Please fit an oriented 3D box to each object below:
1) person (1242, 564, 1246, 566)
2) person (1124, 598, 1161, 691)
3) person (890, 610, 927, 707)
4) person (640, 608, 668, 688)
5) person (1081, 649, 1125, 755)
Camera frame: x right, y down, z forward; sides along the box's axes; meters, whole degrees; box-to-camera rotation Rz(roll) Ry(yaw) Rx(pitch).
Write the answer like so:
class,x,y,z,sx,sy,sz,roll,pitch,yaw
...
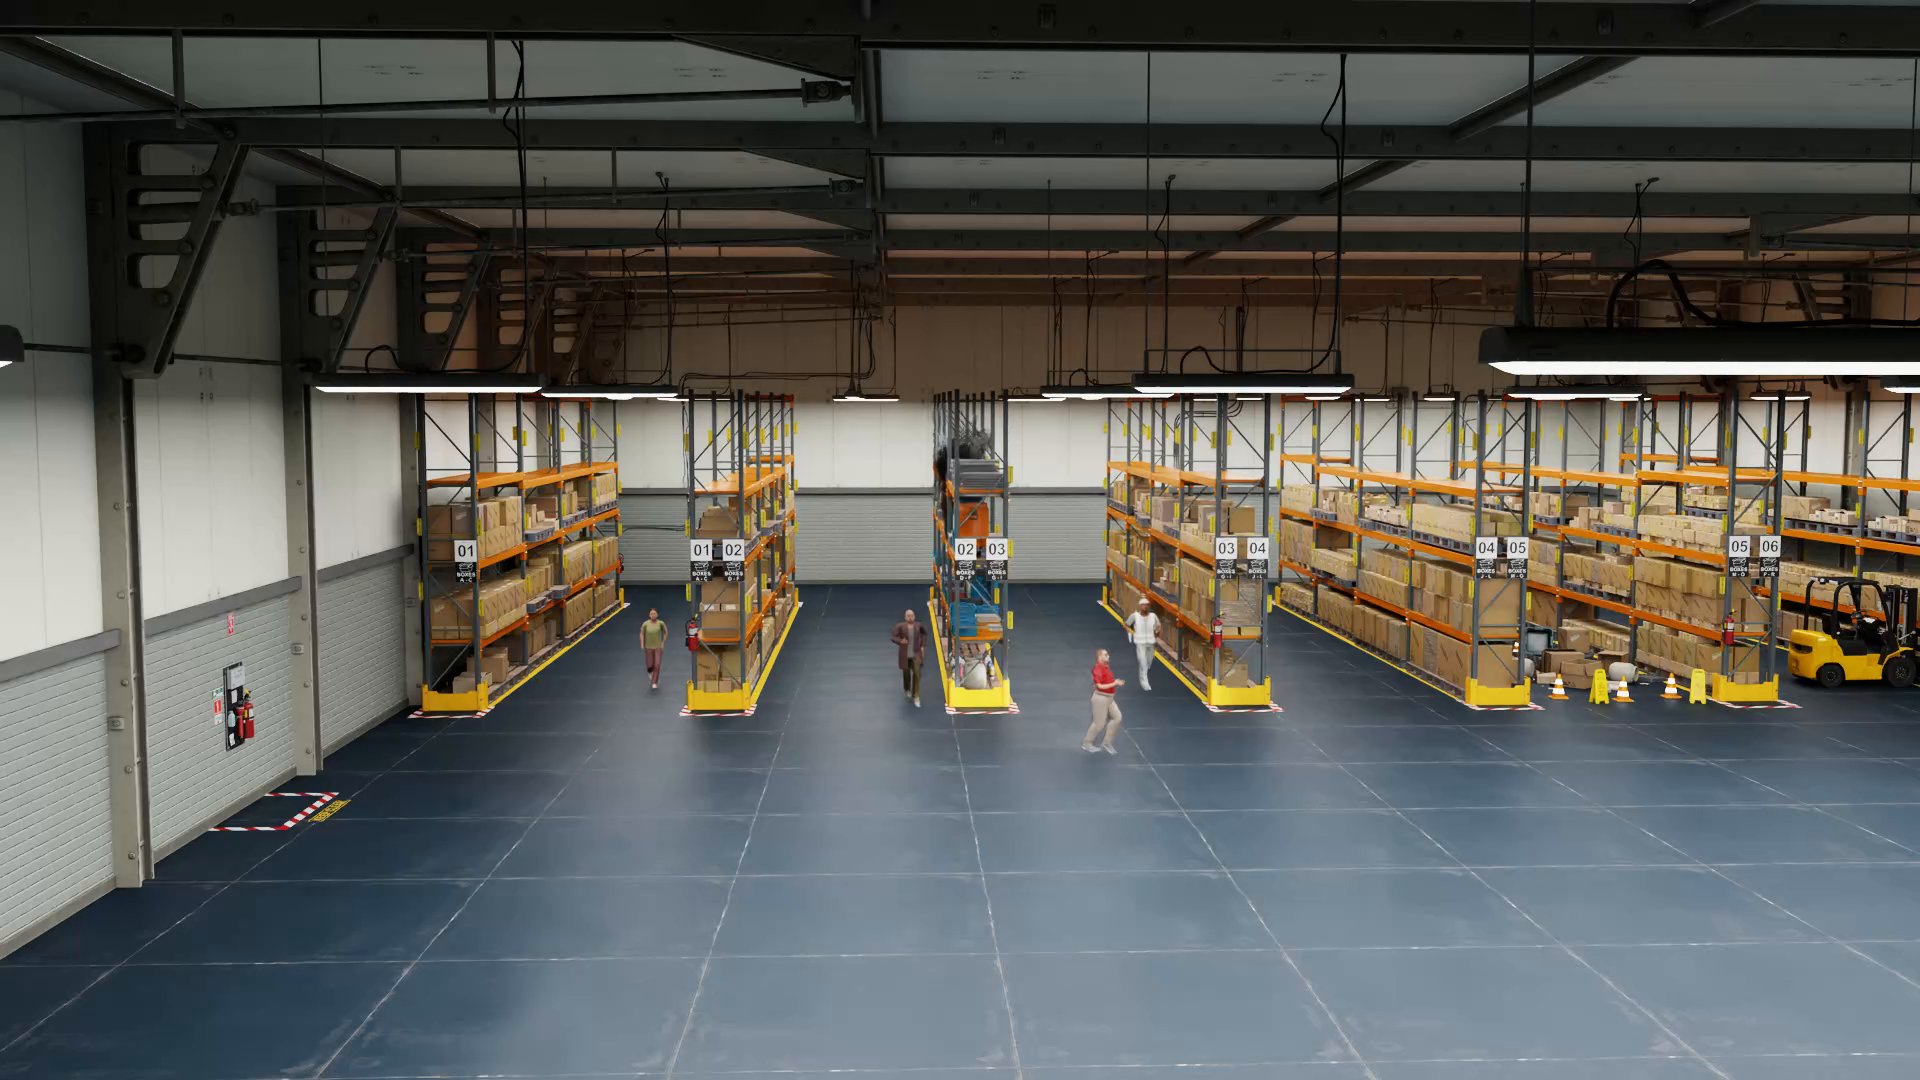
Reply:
class,x,y,z,sx,sy,sz,roll,pitch,yaw
person,7.962,1.071,47.668,0.583,1.573,0.619,4,6,37
person,3.618,2.029,32.658,0.693,1.768,0.986,-1,5,-11
person,-0.971,2.235,31.899,0.730,1.813,0.988,-1,5,-6
person,-6.202,2.171,33.728,0.569,1.621,0.622,-1,5,-10
person,2.356,2.662,27.141,0.727,1.781,0.640,2,5,21
